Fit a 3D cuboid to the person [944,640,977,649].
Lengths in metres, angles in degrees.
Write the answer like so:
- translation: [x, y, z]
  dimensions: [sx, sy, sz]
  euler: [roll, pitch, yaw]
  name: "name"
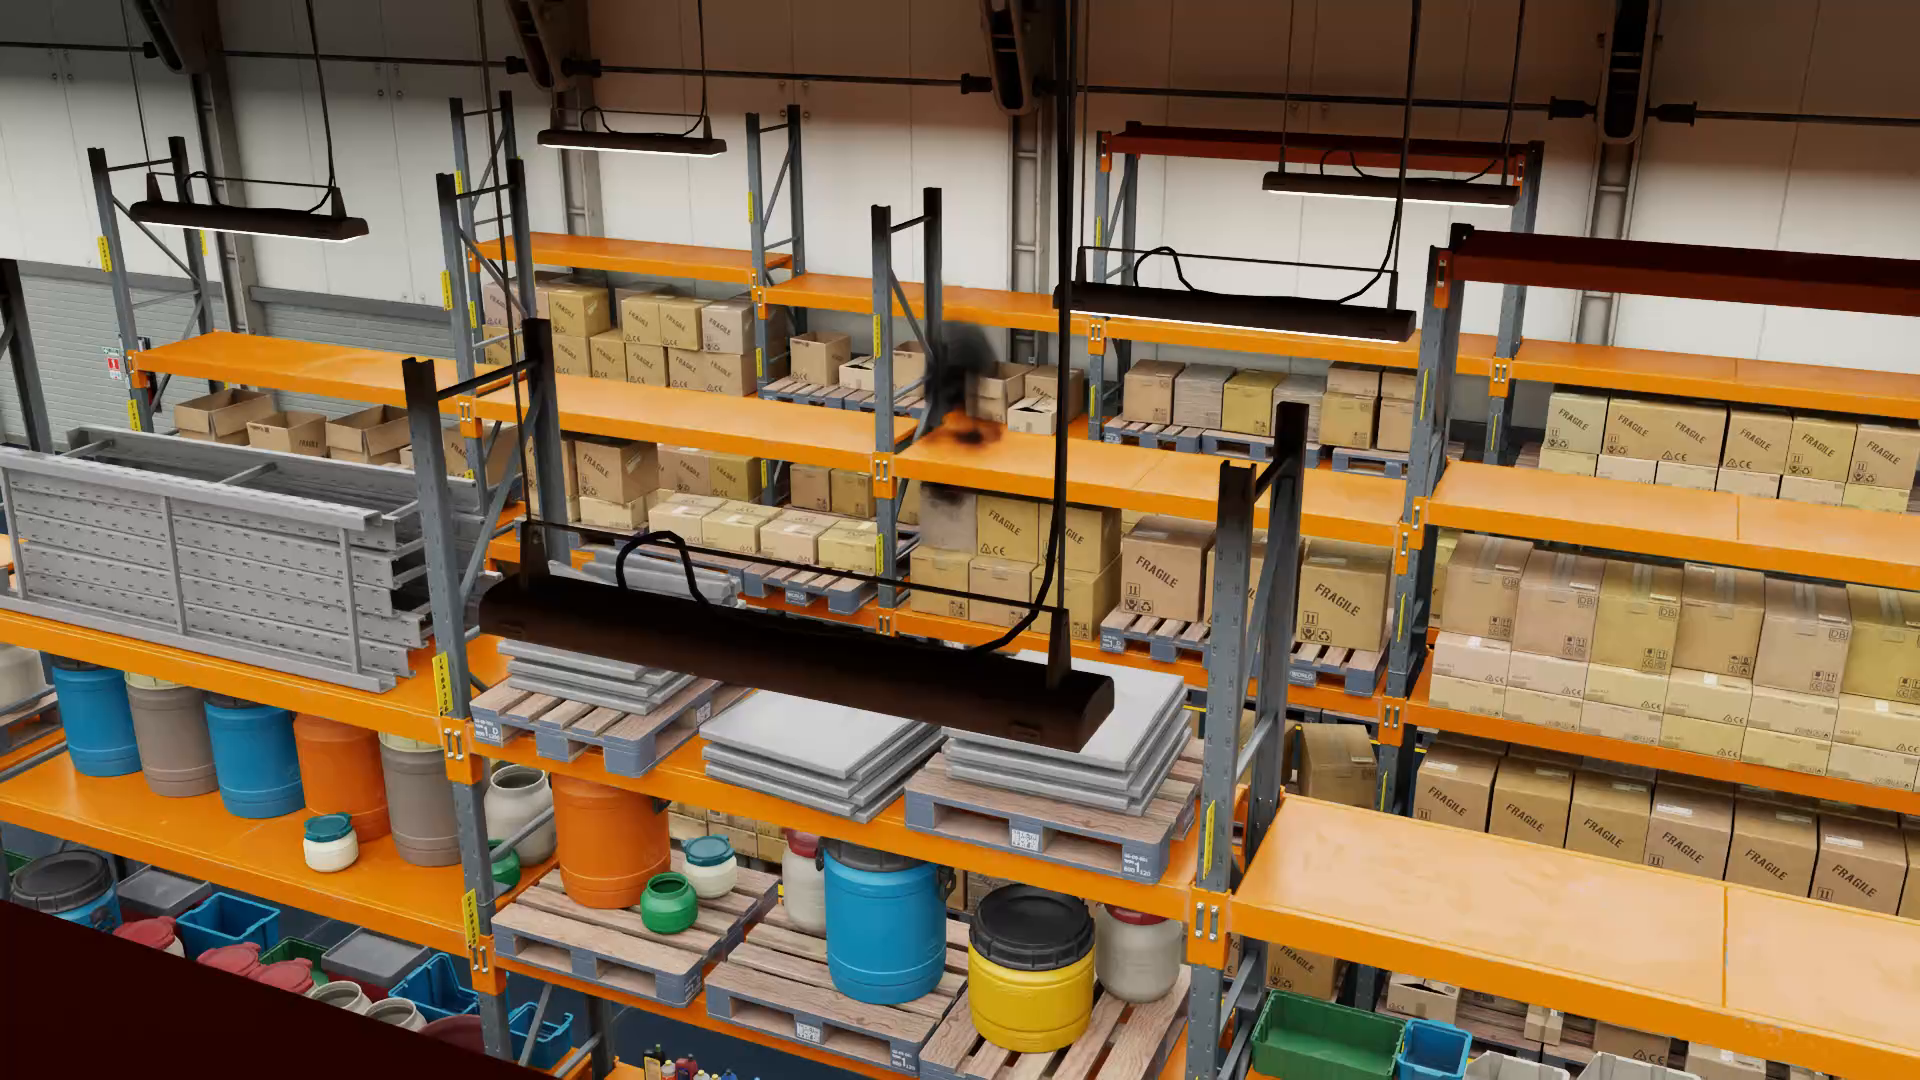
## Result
- translation: [-0.001, 1.475, 16.272]
  dimensions: [0.911, 1.788, 0.667]
  euler: [5, 21, 13]
  name: "person"
